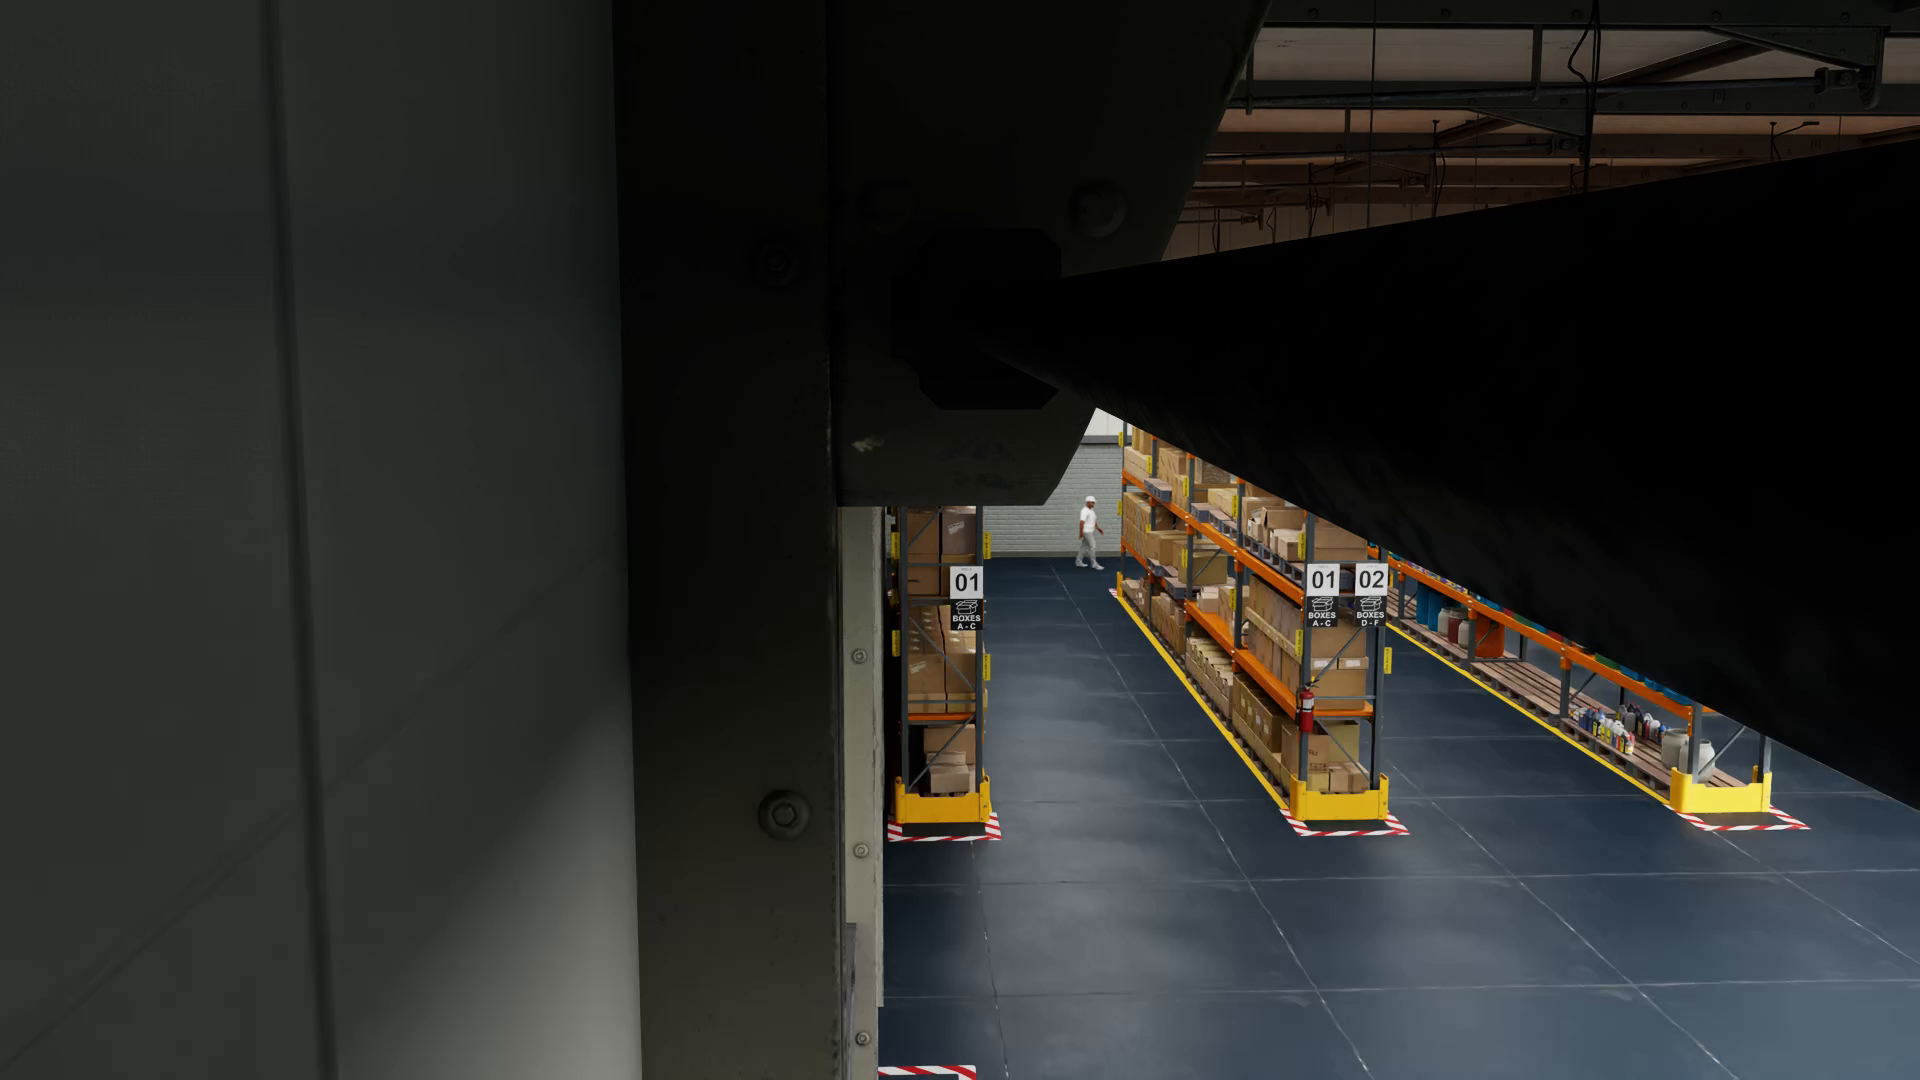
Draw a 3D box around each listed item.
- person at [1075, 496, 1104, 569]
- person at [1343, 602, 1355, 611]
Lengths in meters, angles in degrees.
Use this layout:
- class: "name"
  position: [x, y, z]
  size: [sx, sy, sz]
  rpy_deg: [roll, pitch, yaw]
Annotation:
- class: "person"
  position: [3.160, -0.194, 40.240]
  size: [0.742, 1.762, 0.603]
  rpy_deg: [2, 8, 15]
- class: "person"
  position: [7.888, 0.807, 33.601]
  size: [0.497, 1.592, 1.006]
  rpy_deg: [4, 9, 26]
